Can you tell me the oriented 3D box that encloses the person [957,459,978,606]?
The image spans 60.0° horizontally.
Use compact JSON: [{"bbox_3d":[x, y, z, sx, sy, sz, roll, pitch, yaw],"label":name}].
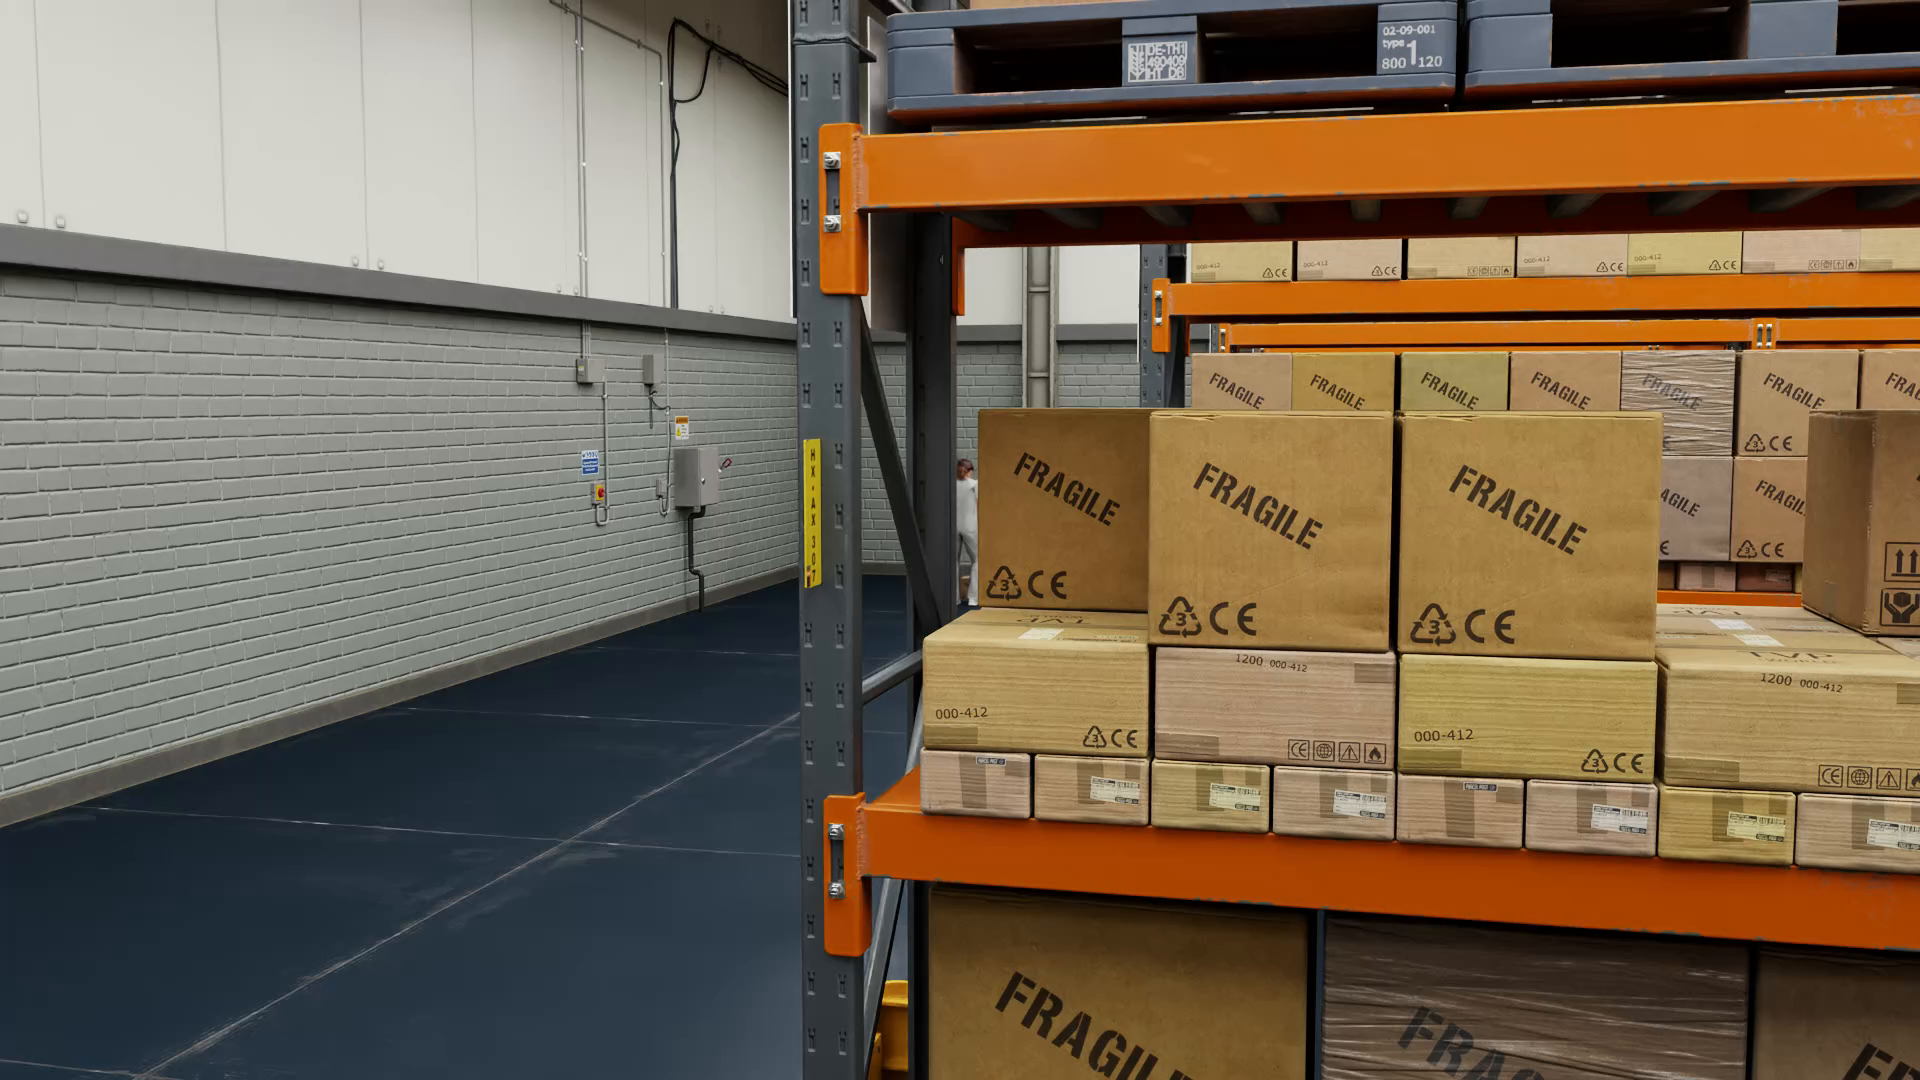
[{"bbox_3d":[0.024,-0.084,17.866,0.475,1.573,0.467,1,5,15],"label":"person"}]
